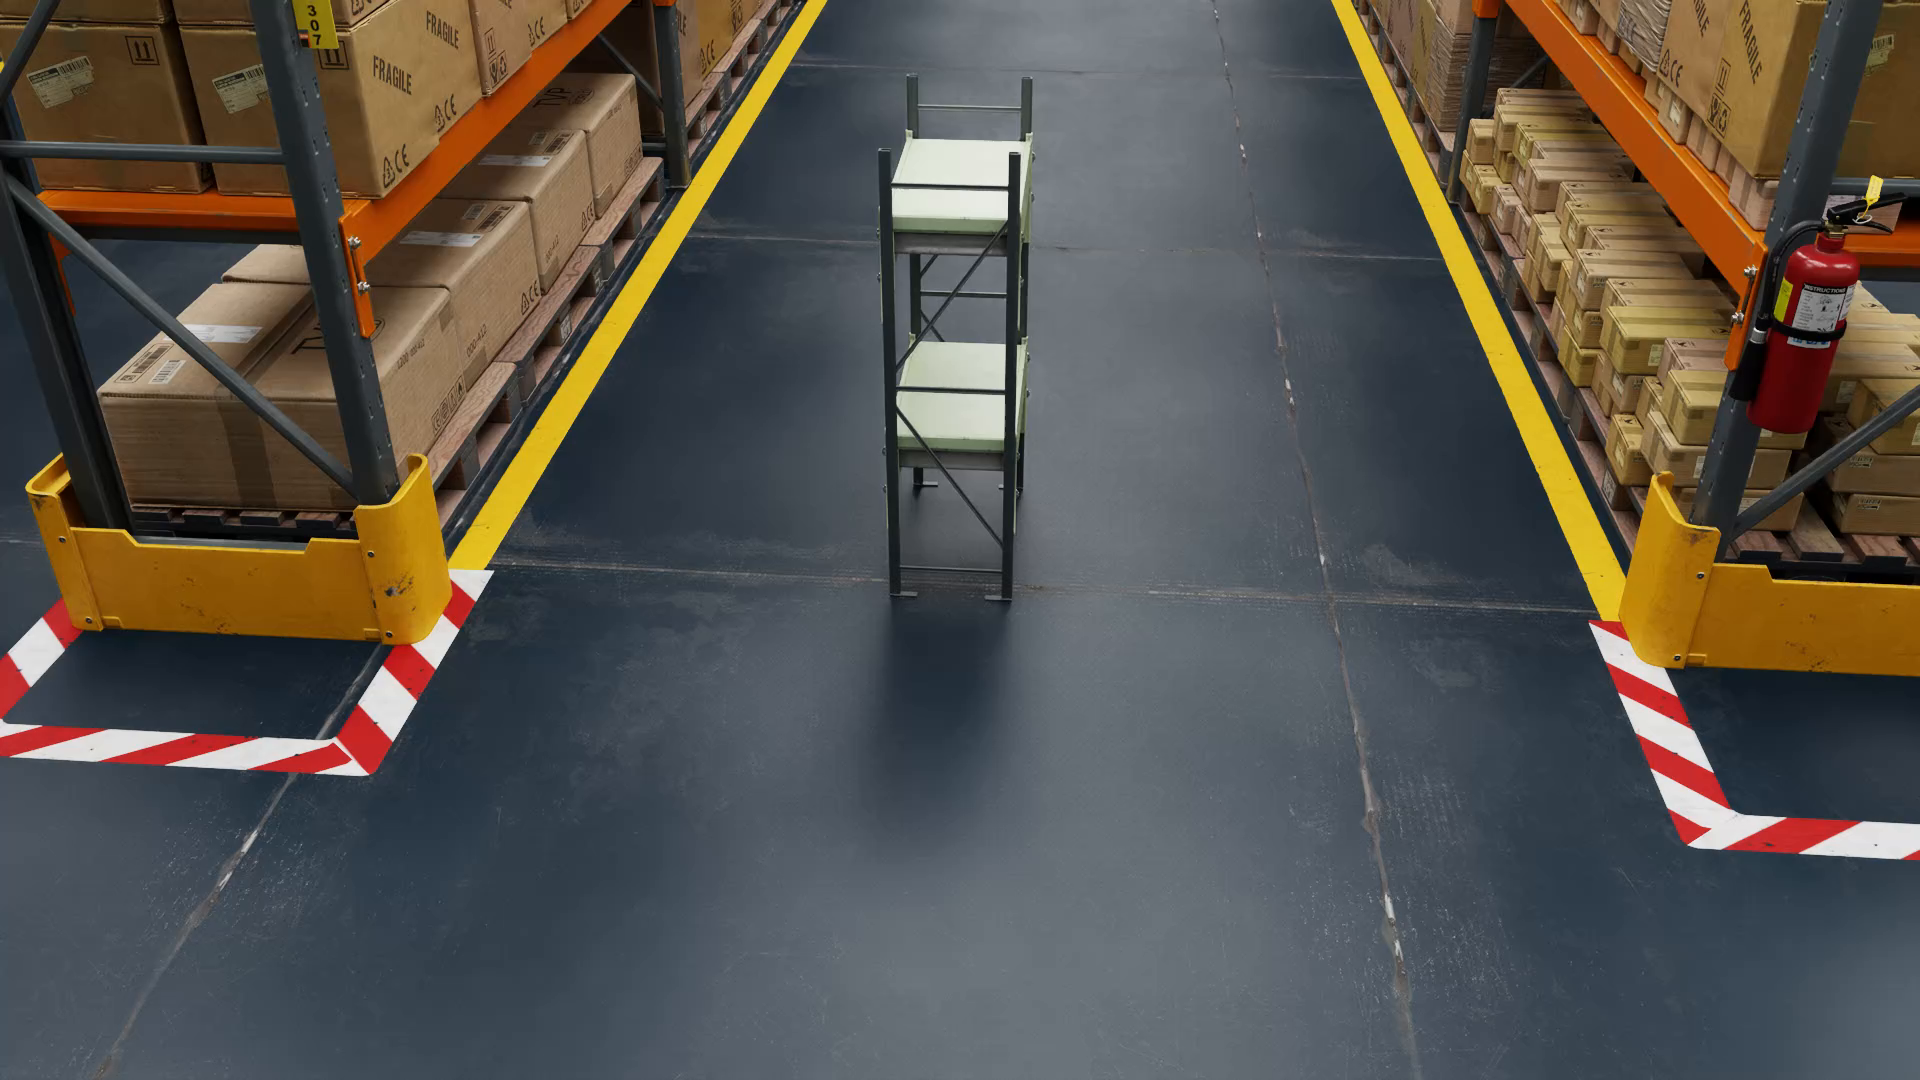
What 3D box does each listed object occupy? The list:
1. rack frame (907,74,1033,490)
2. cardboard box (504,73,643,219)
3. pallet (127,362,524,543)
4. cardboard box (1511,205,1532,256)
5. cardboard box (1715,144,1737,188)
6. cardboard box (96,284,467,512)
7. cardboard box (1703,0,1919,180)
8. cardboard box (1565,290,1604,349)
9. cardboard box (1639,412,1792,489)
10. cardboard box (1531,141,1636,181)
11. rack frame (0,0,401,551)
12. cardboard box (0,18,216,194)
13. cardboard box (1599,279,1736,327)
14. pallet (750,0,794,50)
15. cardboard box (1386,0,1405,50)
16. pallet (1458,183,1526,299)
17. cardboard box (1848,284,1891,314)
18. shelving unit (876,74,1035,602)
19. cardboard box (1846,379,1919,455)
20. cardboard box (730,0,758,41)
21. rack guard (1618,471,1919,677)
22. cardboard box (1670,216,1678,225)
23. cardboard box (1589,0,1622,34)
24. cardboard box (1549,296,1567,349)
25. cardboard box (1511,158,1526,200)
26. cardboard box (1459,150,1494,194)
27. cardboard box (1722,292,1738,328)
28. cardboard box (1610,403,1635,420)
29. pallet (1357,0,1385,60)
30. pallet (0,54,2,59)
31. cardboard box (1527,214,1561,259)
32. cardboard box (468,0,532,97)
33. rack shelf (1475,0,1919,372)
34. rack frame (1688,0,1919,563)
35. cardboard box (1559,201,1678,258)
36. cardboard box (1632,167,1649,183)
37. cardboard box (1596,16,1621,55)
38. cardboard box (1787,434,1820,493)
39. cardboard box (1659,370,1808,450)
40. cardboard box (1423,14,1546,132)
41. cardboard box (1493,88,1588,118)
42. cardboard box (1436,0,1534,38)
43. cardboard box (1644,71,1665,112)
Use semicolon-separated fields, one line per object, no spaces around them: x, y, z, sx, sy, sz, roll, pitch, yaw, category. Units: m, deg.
0.030;-0.833;5.673;0.400;1.500;0.023;2;32;4;rack frame
-2.086;-1.927;8.059;0.875;0.438;0.875;2;32;3;cardboard box
-2.266;-0.305;6.044;1.003;0.211;1.213;2;32;4;pallet
2.703;-1.386;7.457;0.380;0.149;0.250;2;32;3;cardboard box
2.491;-1.116;4.942;0.380;0.149;0.250;2;32;4;cardboard box
-2.299;-0.508;5.758;0.875;0.438;0.875;1;32;2;cardboard box
2.468;-1.327;4.666;0.500;0.500;0.500;3;32;5;cardboard box
2.517;-0.835;6.280;0.380;0.149;0.250;3;32;5;cardboard box
2.447;-0.292;5.399;0.380;0.149;0.250;2;32;3;cardboard box
2.728;-1.638;7.299;0.380;0.149;0.250;2;32;3;cardboard box
-2.253;-1.071;4.629;1.000;3.000;0.127;2;32;4;rack frame
-2.478;-1.377;5.030;0.500;0.500;0.500;3;32;4;cardboard box
2.535;-0.821;5.973;0.380;0.149;0.250;1;32;2;cardboard box
-1.741;-3.658;11.484;1.003;0.211;1.213;2;32;4;pallet
2.953;-3.319;10.260;0.500;0.500;0.500;2;32;3;cardboard box
2.995;-1.464;7.924;1.003;0.211;1.213;2;32;4;pallet
3.058;-0.799;5.937;0.380;0.149;0.250;1;32;2;cardboard box
0.001;-0.642;5.362;0.431;1.500;0.755;2;32;4;shelving unit
3.070;-0.390;5.274;0.380;0.149;0.250;1;32;2;cardboard box
-1.818;-3.704;10.527;0.875;0.875;0.875;3;32;5;cardboard box
2.695;0.112;5.091;1.175;0.500;0.348;2;32;4;rack guard
3.130;-1.234;6.927;0.380;0.149;0.250;1;32;2;cardboard box
2.598;-2.122;5.956;0.500;0.500;0.500;4;32;6;cardboard box
2.558;-0.843;6.575;0.380;0.149;0.250;3;32;5;cardboard box
2.750;-1.655;7.609;0.380;0.149;0.250;2;32;4;cardboard box
2.664;-1.792;8.116;0.380;0.149;0.250;1;32;2;cardboard box
3.053;-0.812;6.242;0.380;0.149;0.250;1;32;2;cardboard box
2.551;-0.435;5.913;0.380;0.149;0.250;2;32;4;cardboard box
3.275;-3.500;11.228;1.003;0.211;1.213;2;32;4;pallet
-6.750;-3.252;10.826;1.003;0.211;1.213;2;32;4;pallet
2.596;-1.242;6.939;0.380;0.149;0.250;2;32;4;cardboard box
-1.855;-1.883;5.851;0.500;0.500;0.500;2;32;4;cardboard box
2.851;-1.652;6.257;1.077;0.370;4.000;2;32;4;rack shelf
2.688;-0.912;4.371;1.000;3.000;0.127;2;32;4;rack frame
2.627;-1.235;6.645;0.380;0.149;0.250;3;32;4;cardboard box
3.151;-1.627;7.281;0.380;0.149;0.250;3;32;6;cardboard box
2.630;-1.930;6.262;0.380;0.149;0.250;4;32;6;cardboard box
2.990;-0.278;5.659;0.380;0.149;0.250;2;32;4;cardboard box
2.479;-0.418;5.320;0.380;0.149;0.250;3;32;5;cardboard box
2.823;-2.516;8.956;0.500;0.500;0.500;2;32;3;cardboard box
2.780;-2.051;7.969;0.380;0.149;0.250;4;32;6;cardboard box
2.823;-2.838;8.764;0.500;0.250;0.500;2;32;3;cardboard box
2.545;-1.519;5.595;0.380;0.149;0.250;1;32;2;cardboard box
